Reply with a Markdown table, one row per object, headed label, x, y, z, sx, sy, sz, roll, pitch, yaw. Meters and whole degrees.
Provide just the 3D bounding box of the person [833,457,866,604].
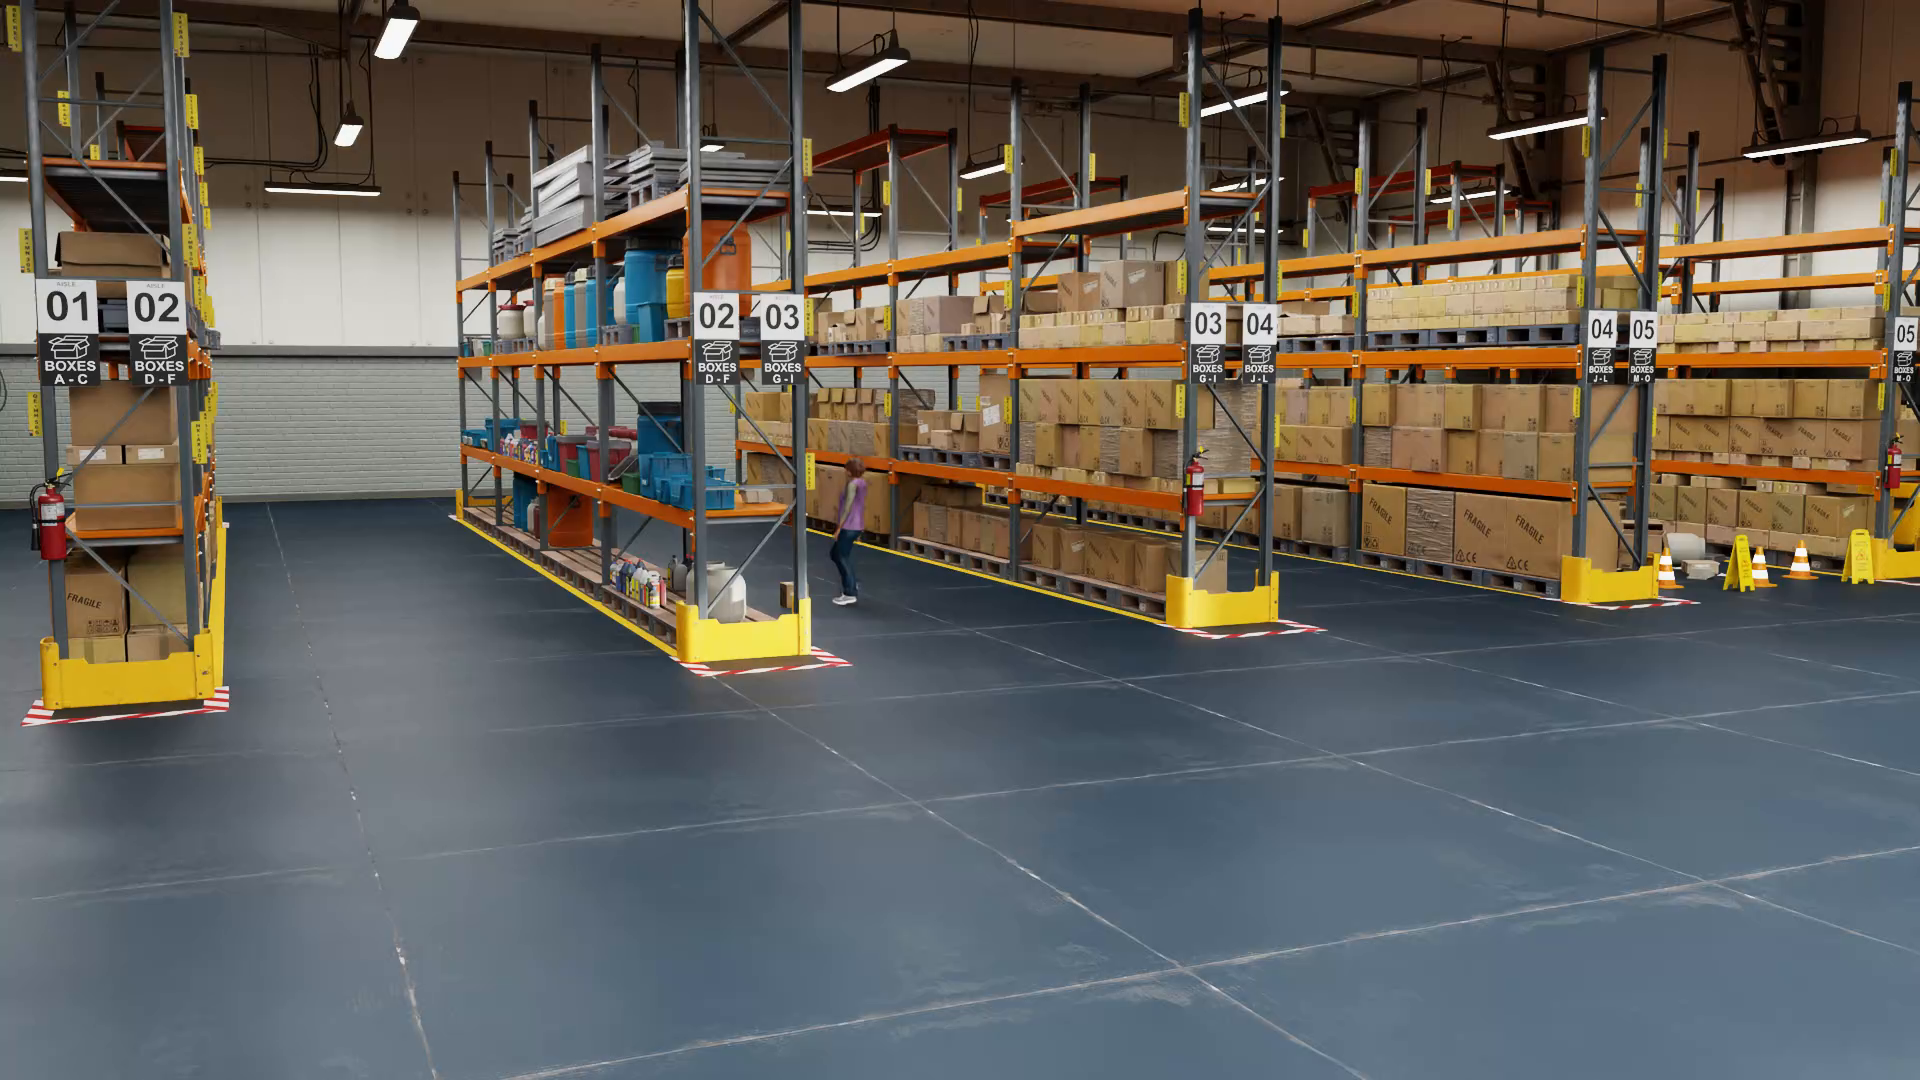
| label | x | y | z | sx | sy | sz | roll | pitch | yaw |
| --- | --- | --- | --- | --- | --- | --- | --- | --- | --- |
| person | -1.203 | -0.099 | 18.111 | 0.344 | 1.607 | 0.449 | 1 | 6 | 13 |
